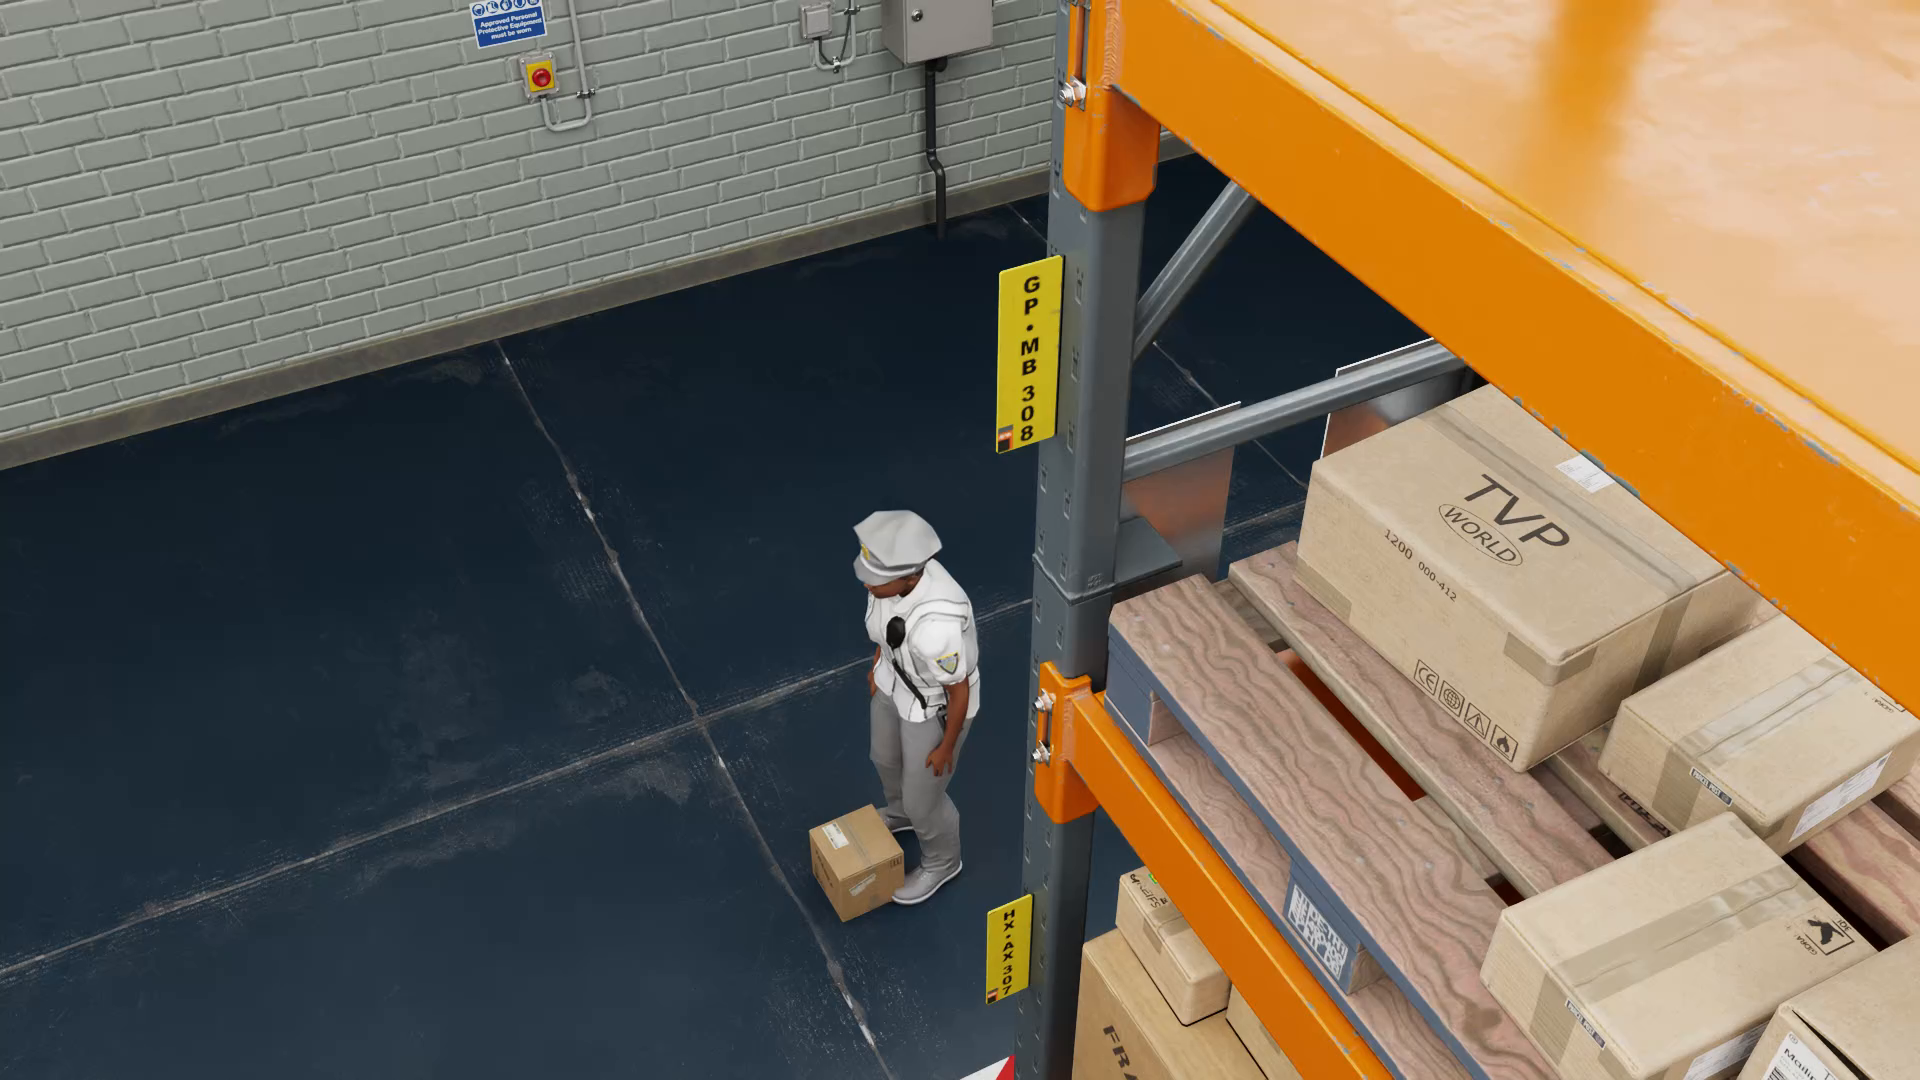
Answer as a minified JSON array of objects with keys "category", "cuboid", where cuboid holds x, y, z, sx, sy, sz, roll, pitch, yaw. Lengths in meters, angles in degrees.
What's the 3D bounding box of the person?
[{"category":"person","cuboid":[-0.158,0.545,5.545,0.395,1.658,0.522,-21,46,-22]}]
